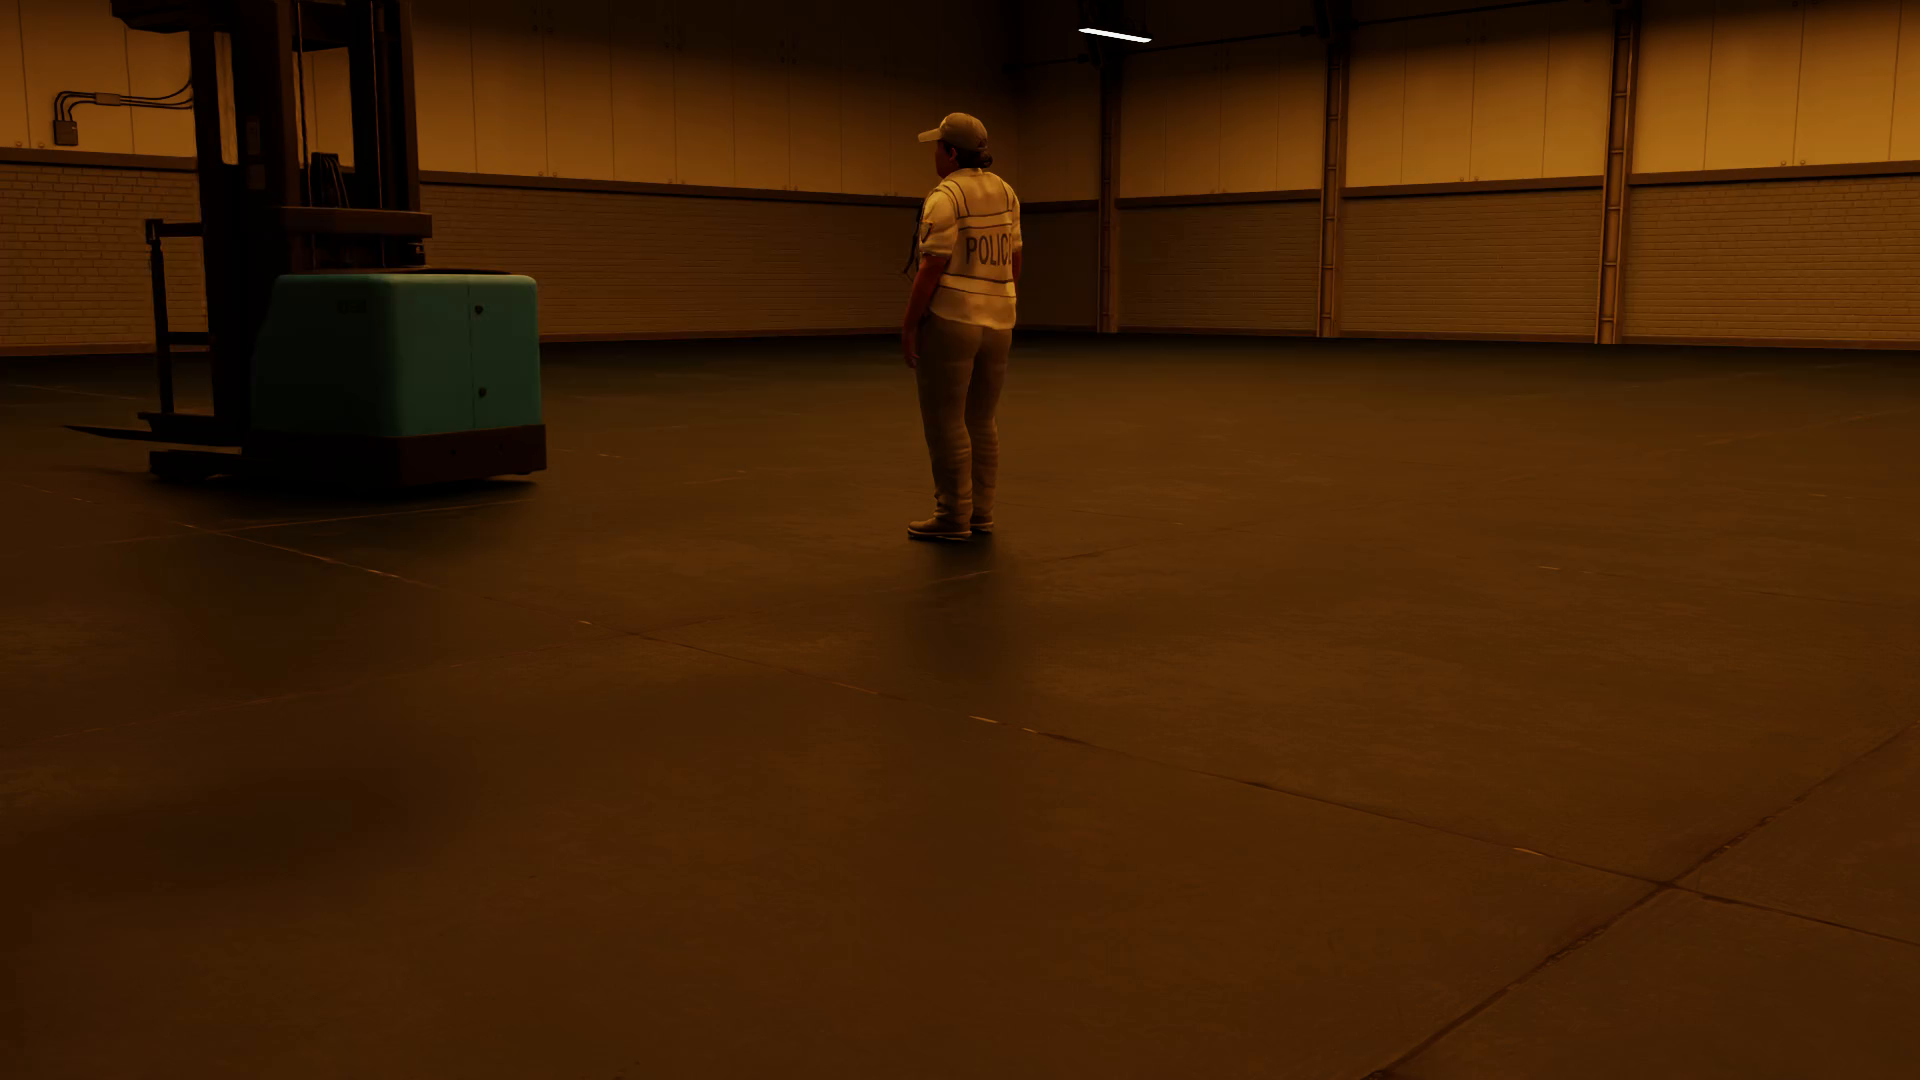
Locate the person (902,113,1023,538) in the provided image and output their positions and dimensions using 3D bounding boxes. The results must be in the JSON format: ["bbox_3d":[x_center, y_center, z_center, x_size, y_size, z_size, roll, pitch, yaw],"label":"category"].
[{"bbox_3d":[-0.040,-0.841,6.662,0.527,1.670,0.598,8,12,43],"label":"person"}]

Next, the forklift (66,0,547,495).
[{"bbox_3d":[-3.682,-1.805,8.860,3.031,2.935,1.130,5,10,32],"label":"forklift"}]
